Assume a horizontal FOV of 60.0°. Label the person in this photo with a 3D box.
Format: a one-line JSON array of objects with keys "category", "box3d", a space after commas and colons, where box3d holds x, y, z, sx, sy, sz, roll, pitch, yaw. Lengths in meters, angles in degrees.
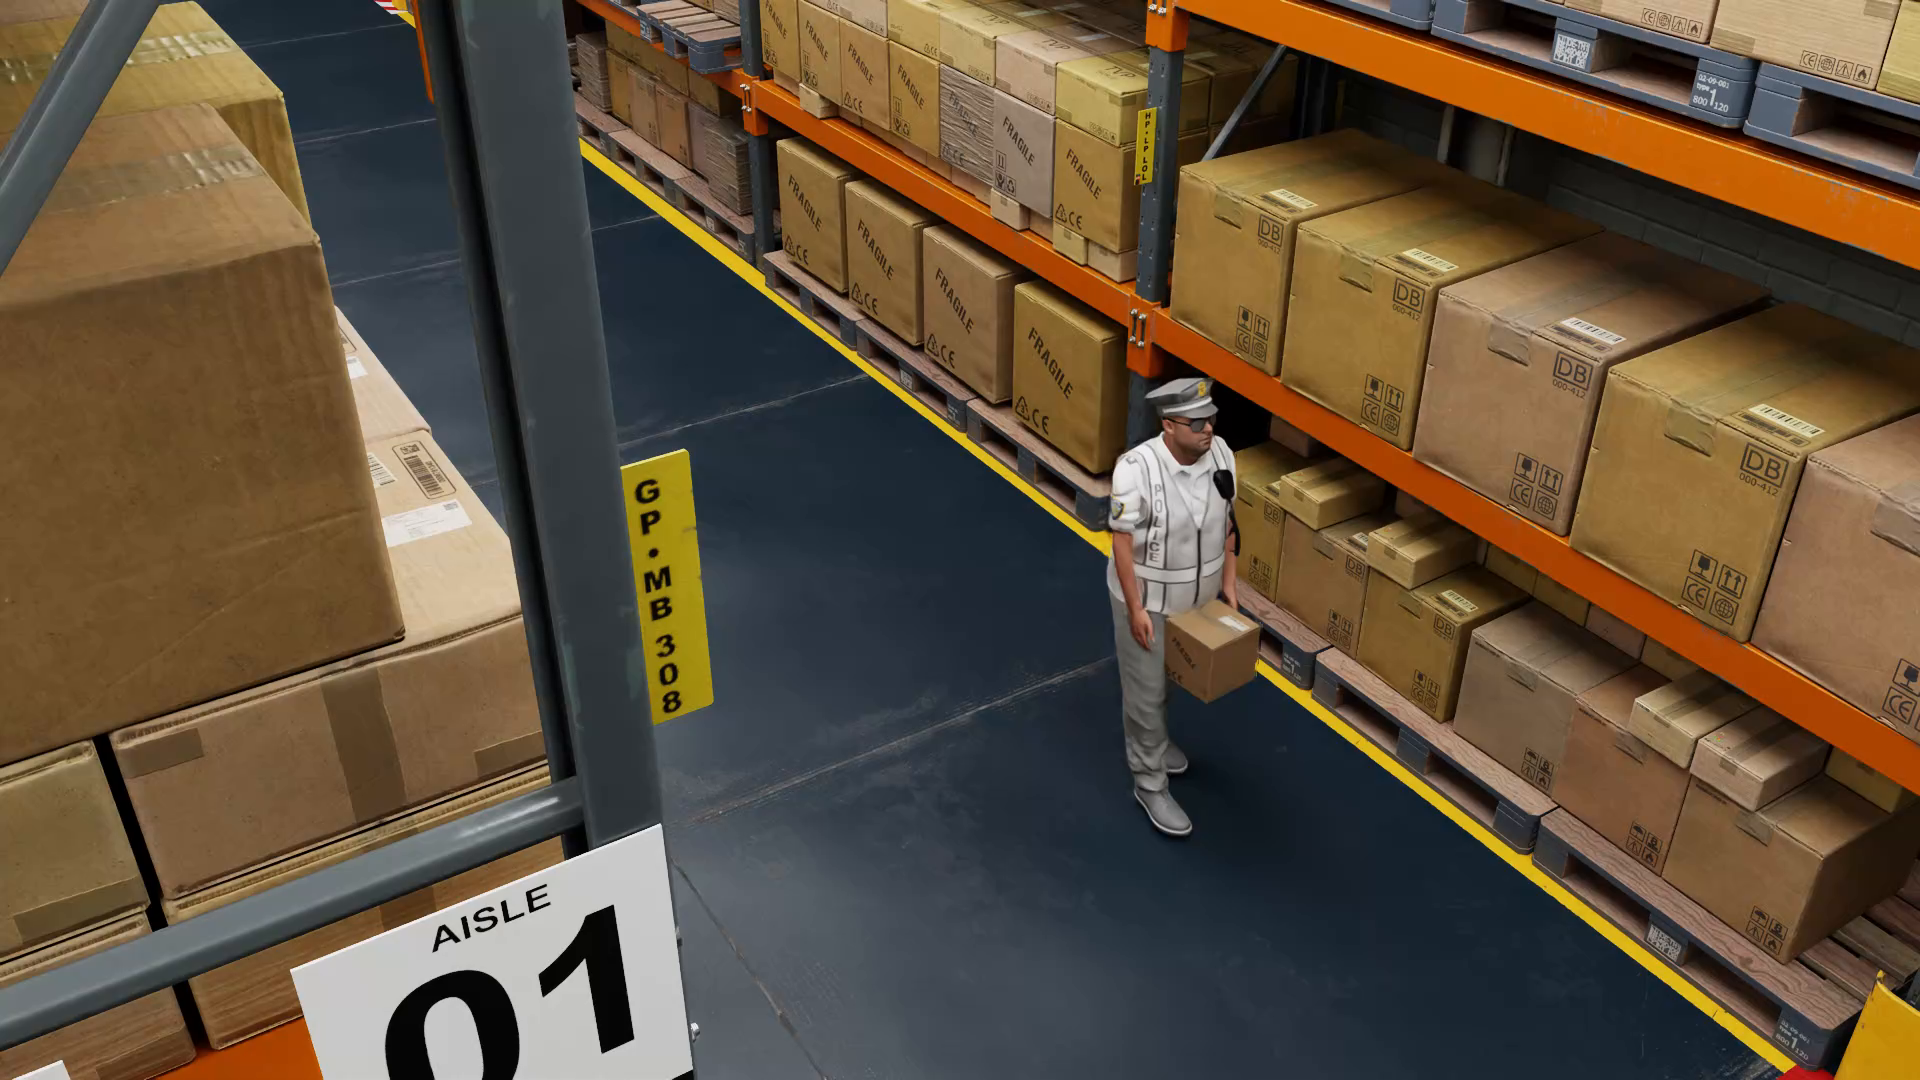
[{"category": "person", "box3d": [0.851, 0.215, 6.242, 0.536, 1.777, 0.634, -19, 37, -27]}]
